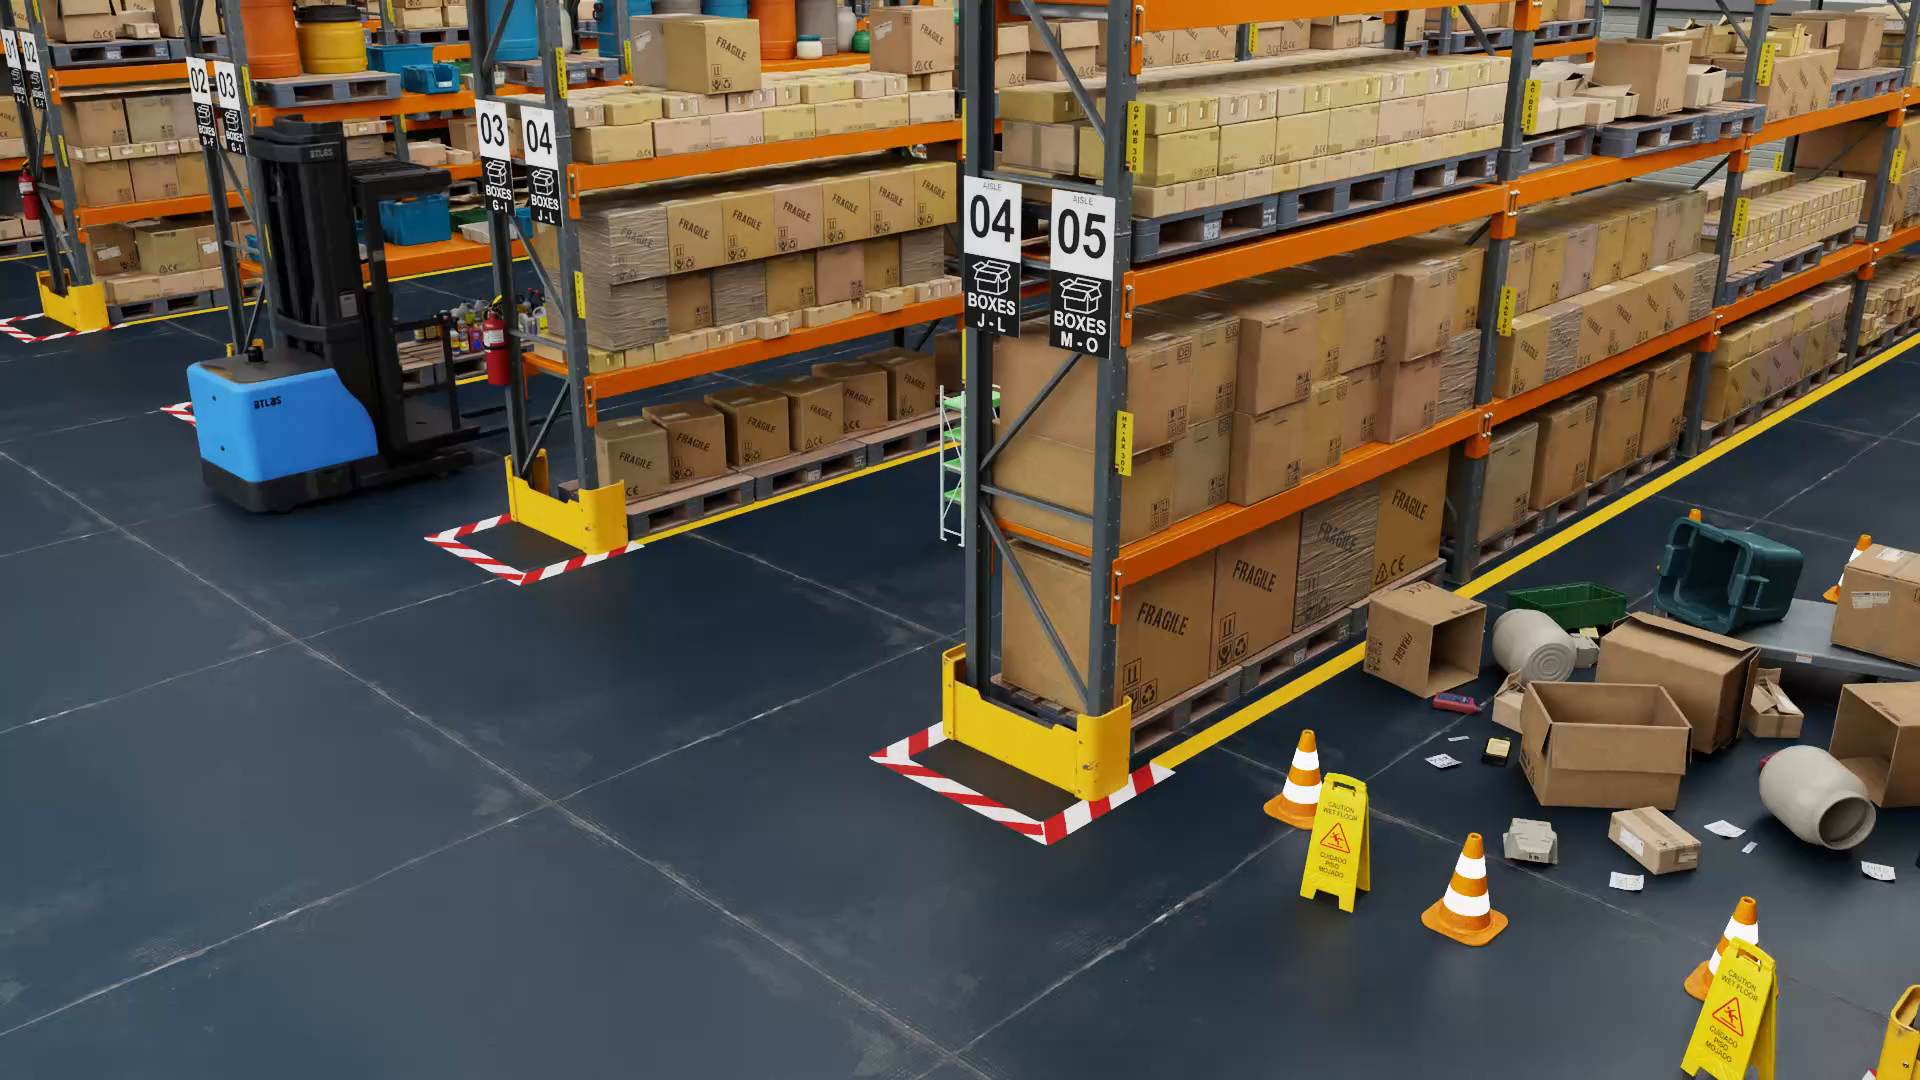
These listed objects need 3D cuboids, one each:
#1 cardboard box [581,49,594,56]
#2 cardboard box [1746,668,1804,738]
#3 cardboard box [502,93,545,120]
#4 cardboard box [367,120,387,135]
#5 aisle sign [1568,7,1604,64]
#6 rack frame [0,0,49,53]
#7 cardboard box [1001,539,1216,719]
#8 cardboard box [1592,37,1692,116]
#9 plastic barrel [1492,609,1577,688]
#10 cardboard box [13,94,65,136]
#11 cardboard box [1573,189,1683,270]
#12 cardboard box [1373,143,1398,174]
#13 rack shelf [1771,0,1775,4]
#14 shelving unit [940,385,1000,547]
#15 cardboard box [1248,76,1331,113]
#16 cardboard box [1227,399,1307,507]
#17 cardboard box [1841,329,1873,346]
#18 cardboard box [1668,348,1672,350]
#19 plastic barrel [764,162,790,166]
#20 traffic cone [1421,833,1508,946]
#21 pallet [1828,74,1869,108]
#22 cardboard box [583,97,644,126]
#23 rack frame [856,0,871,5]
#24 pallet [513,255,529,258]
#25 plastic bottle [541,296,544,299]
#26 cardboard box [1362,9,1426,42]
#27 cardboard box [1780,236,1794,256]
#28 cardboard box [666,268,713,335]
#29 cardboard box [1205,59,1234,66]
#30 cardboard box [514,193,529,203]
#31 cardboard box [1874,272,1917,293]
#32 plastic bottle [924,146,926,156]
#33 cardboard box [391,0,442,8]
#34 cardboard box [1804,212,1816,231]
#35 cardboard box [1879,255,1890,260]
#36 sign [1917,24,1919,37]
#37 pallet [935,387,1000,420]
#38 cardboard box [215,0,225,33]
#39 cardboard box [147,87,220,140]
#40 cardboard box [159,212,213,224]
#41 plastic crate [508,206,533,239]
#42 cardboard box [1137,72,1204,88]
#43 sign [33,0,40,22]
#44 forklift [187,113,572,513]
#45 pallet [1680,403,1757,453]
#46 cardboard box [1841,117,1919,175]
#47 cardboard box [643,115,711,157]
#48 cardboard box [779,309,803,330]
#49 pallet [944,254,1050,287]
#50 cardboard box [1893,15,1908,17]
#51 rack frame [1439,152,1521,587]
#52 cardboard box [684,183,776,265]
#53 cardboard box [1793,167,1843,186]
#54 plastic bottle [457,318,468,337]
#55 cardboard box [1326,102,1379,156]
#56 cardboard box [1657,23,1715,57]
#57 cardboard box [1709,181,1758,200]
[{"bbox_3d":[-6.547,-8.224,28.162,0.500,0.250,0.500,19,28,40],"label":"cardboard box"},{"bbox_3d":[4.730,0.950,9.732,0.258,0.266,0.396,2,21,4],"label":"cardboard box"},{"bbox_3d":[-3.084,-3.116,11.973,0.380,0.149,0.250,19,28,41],"label":"cardboard box"},{"bbox_3d":[-7.395,-5.185,20.840,0.380,0.149,0.250,19,28,41],"label":"cardboard box"},{"bbox_3d":[8.372,-6.720,22.254,0.394,0.787,0.004,19,28,41],"label":"aisle sign"},{"bbox_3d":[-10.149,-6.731,17.544,1.000,3.000,0.127,19,28,41],"label":"rack frame"},{"bbox_3d":[0.855,0.422,9.672,0.875,0.875,0.875,19,28,41],"label":"cardboard box"},{"bbox_3d":[4.998,-3.412,12.226,0.500,0.500,0.500,19,28,41],"label":"cardboard box"},{"bbox_3d":[3.527,0.667,10.249,0.421,0.421,0.512,-2,21,-5],"label":"plastic barrel"},{"bbox_3d":[-12.436,-5.762,22.521,0.500,0.500,0.500,18,27,39],"label":"cardboard box"},{"bbox_3d":[5.338,-2.510,13.390,0.700,0.500,0.500,19,28,40],"label":"cardboard box"},{"bbox_3d":[2.307,-2.235,9.654,0.380,0.149,0.250,19,28,40],"label":"cardboard box"},{"bbox_3d":[7.405,-5.031,14.682,1.077,0.370,4.000,19,28,41],"label":"rack shelf"},{"bbox_3d":[0.115,-0.603,12.470,0.258,1.200,0.503,19,28,41],"label":"shelving unit"},{"bbox_3d":[1.777,-2.413,9.006,0.380,0.149,0.250,19,28,40],"label":"cardboard box"},{"bbox_3d":[1.504,-0.619,9.795,0.875,0.550,0.550,19,28,41],"label":"cardboard box"},{"bbox_3d":[9.284,-2.146,17.365,0.380,0.149,0.250,18,27,38],"label":"cardboard box"},{"bbox_3d":[6.299,-1.860,15.087,0.500,0.250,0.500,18,28,39],"label":"cardboard box"},{"bbox_3d":[-2.174,-4.272,19.320,0.433,0.535,0.433,0,21,0],"label":"plastic barrel"},{"bbox_3d":[2.389,1.590,7.792,0.336,0.463,0.334,19,28,41],"label":"traffic cone"},{"bbox_3d":[7.572,-4.181,15.351,1.213,0.211,1.003,19,28,41],"label":"pallet"},{"bbox_3d":[-2.446,-3.022,11.728,0.250,0.149,0.380,-19,28,-41],"label":"cardboard box"},{"bbox_3d":[-1.778,-9.816,25.569,1.000,3.000,0.127,19,28,41],"label":"rack frame"},{"bbox_3d":[-6.022,-4.172,23.133,1.003,0.211,1.213,19,28,41],"label":"pallet"},{"bbox_3d":[-4.555,-2.590,18.315,0.135,0.276,0.152,-19,28,-40],"label":"plastic bottle"},{"bbox_3d":[4.919,-6.026,19.166,0.500,0.500,0.700,-19,28,-41],"label":"cardboard box"},{"bbox_3d":[7.390,-2.724,15.245,0.250,0.149,0.380,-20,29,-41],"label":"cardboard box"},{"bbox_3d":[-2.388,-1.929,12.858,0.875,0.500,0.500,19,28,41],"label":"cardboard box"},{"bbox_3d":[2.371,-4.653,16.528,0.500,0.250,0.500,19,28,41],"label":"cardboard box"},{"bbox_3d":[-5.821,-4.573,22.756,0.500,0.311,0.500,-19,28,-41],"label":"cardboard box"},{"bbox_3d":[10.297,-2.843,18.348,0.380,0.149,0.250,19,28,41],"label":"cardboard box"},{"bbox_3d":[-0.452,-5.074,21.871,0.097,0.201,0.097,0,21,0],"label":"plastic bottle"},{"bbox_3d":[-6.900,-6.984,20.961,0.500,0.500,0.500,20,29,41],"label":"cardboard box"},{"bbox_3d":[7.747,-2.994,15.533,0.380,0.149,0.250,19,28,41],"label":"cardboard box"},{"bbox_3d":[10.608,-3.255,19.423,0.380,0.149,0.250,19,28,40],"label":"cardboard box"},{"bbox_3d":[9.200,-4.955,15.834,0.100,0.325,0.005,19,28,41],"label":"sign"},{"bbox_3d":[0.278,-1.377,15.864,1.003,0.211,1.213,19,28,41],"label":"pallet"},{"bbox_3d":[-8.598,-6.277,19.619,0.637,0.503,0.797,-16,26,-36],"label":"cardboard box"},{"bbox_3d":[-9.064,-4.980,19.402,0.700,0.500,0.500,19,28,41],"label":"cardboard box"},{"bbox_3d":[-9.301,-3.666,20.134,0.500,0.500,0.500,19,28,41],"label":"cardboard box"},{"bbox_3d":[-4.390,-3.296,17.177,0.499,0.251,0.616,19,28,41],"label":"plastic crate"},{"bbox_3d":[1.129,-2.513,9.264,0.380,0.149,0.250,19,28,41],"label":"cardboard box"},{"bbox_3d":[-9.756,-5.635,17.545,0.100,0.325,0.005,19,28,41],"label":"sign"},{"bbox_3d":[-4.775,-2.022,13.750,1.130,2.935,3.031,19,28,41],"label":"forklift"},{"bbox_3d":[6.556,-1.138,15.242,1.003,0.211,1.213,19,28,41],"label":"pallet"},{"bbox_3d":[9.289,-3.975,16.787,0.500,0.500,0.500,-19,28,-41],"label":"cardboard box"},{"bbox_3d":[-2.178,-2.974,12.159,0.500,0.250,0.500,18,28,39],"label":"cardboard box"},{"bbox_3d":[-1.490,-1.805,13.441,0.380,0.149,0.250,19,28,41],"label":"cardboard box"},{"bbox_3d":[0.373,-2.549,15.293,1.003,0.211,1.213,19,28,41],"label":"pallet"},{"bbox_3d":[9.390,-5.093,16.420,0.380,0.149,0.250,18,27,38],"label":"cardboard box"},{"bbox_3d":[3.219,-1.211,11.545,1.000,3.000,0.127,19,28,41],"label":"rack frame"},{"bbox_3d":[-1.774,-2.431,12.772,0.500,0.500,0.500,19,28,41],"label":"cardboard box"},{"bbox_3d":[8.935,-3.648,17.331,0.500,0.500,0.500,19,28,41],"label":"cardboard box"},{"bbox_3d":[-5.241,-2.238,17.504,0.097,0.201,0.097,0,21,0],"label":"plastic bottle"},{"bbox_3d":[2.005,-2.344,9.380,0.500,0.250,0.500,19,28,40],"label":"cardboard box"},{"bbox_3d":[6.106,-4.213,13.966,0.396,0.266,0.258,19,28,41],"label":"cardboard box"},{"bbox_3d":[7.471,-3.370,16.097,0.380,0.149,0.250,19,28,40],"label":"cardboard box"}]
